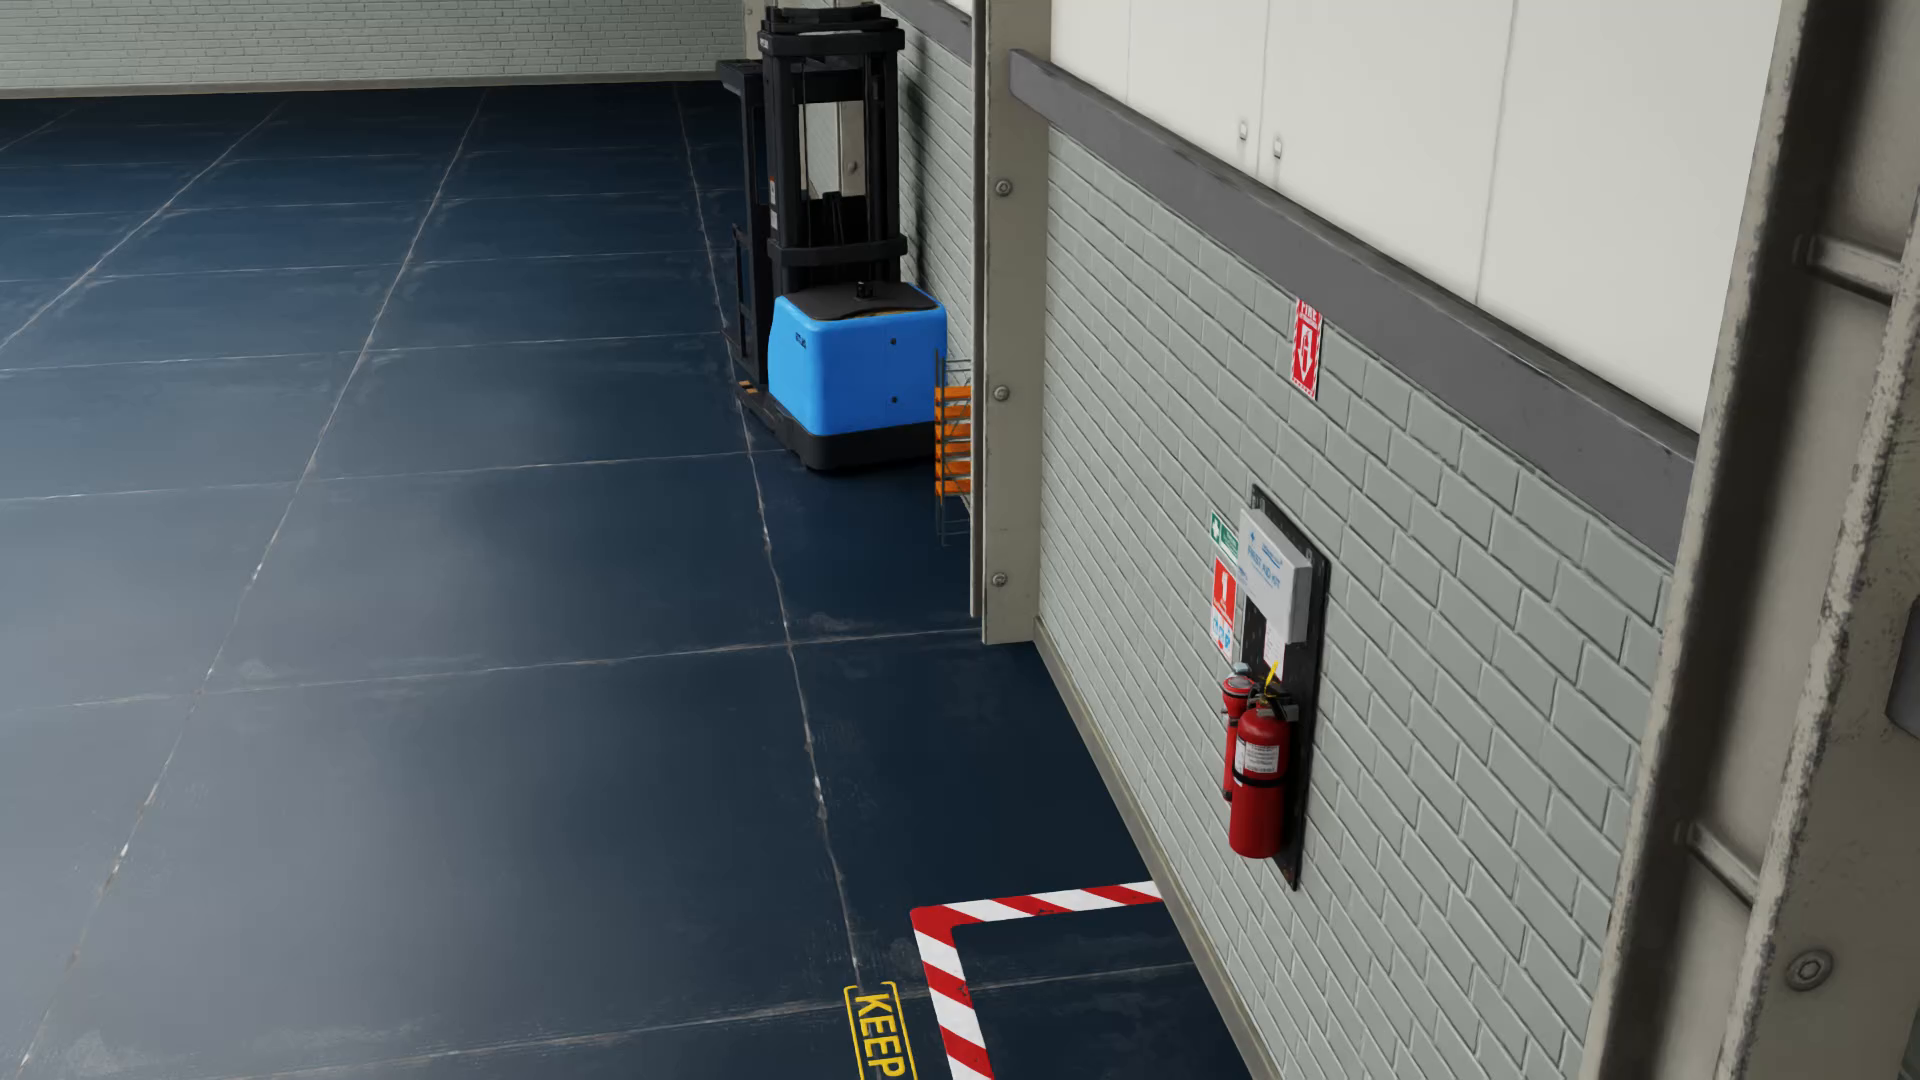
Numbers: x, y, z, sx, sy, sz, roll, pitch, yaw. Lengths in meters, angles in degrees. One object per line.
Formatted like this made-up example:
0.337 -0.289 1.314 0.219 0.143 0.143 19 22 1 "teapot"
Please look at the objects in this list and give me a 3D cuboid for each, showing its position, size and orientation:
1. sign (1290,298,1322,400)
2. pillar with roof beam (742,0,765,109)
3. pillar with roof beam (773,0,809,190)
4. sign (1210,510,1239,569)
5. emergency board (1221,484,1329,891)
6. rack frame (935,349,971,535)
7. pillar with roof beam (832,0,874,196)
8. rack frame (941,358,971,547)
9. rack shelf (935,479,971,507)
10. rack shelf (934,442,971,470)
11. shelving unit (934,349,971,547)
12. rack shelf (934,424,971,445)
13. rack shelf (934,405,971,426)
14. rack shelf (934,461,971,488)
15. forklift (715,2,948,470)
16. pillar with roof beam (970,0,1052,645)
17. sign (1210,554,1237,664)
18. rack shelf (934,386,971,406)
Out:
1.031 -0.588 4.951 0.001 0.298 0.199 -4 24 -10 "sign"
-7.315 -10.411 22.843 9.100 9.000 0.400 -4 24 -10 "pillar with roof beam"
-6.205 -8.051 17.440 9.100 9.000 0.400 -4 24 -10 "pillar with roof beam"
0.926 0.003 5.788 0.001 0.109 0.331 -4 24 -10 "sign"
0.935 0.485 5.391 0.194 1.169 0.643 -4 24 -10 "emergency board"
-0.029 -0.590 10.101 0.240 1.200 0.006 -5 24 -11 "rack frame"
-5.096 -5.690 12.036 9.100 9.000 0.400 -4 24 -10 "pillar with roof beam"
0.007 -0.518 9.937 0.240 1.200 0.006 -5 24 -11 "rack frame"
-0.011 -0.293 10.133 0.258 0.103 0.180 -5 24 -11 "rack shelf"
-0.011 -0.513 10.037 0.258 0.103 0.180 -5 24 -11 "rack shelf"
-0.011 -0.554 10.019 0.258 1.200 0.189 -5 24 -11 "shelving unit"
-0.011 -0.623 9.989 0.258 0.103 0.180 -5 24 -11 "rack shelf"
-0.011 -0.733 9.941 0.258 0.103 0.180 -5 24 -11 "rack shelf"
-0.011 -0.403 10.085 0.258 0.103 0.180 -5 24 -11 "rack shelf"
-1.072 -2.372 12.020 1.130 2.935 3.031 -9 25 -21 "forklift"
-3.986 -3.330 6.632 9.100 9.000 0.400 -4 24 -10 "pillar with roof beam"
0.934 0.244 5.899 0.001 0.329 0.234 -4 24 -10 "sign"
-0.011 -0.843 9.893 0.258 0.103 0.180 -5 24 -11 "rack shelf"
